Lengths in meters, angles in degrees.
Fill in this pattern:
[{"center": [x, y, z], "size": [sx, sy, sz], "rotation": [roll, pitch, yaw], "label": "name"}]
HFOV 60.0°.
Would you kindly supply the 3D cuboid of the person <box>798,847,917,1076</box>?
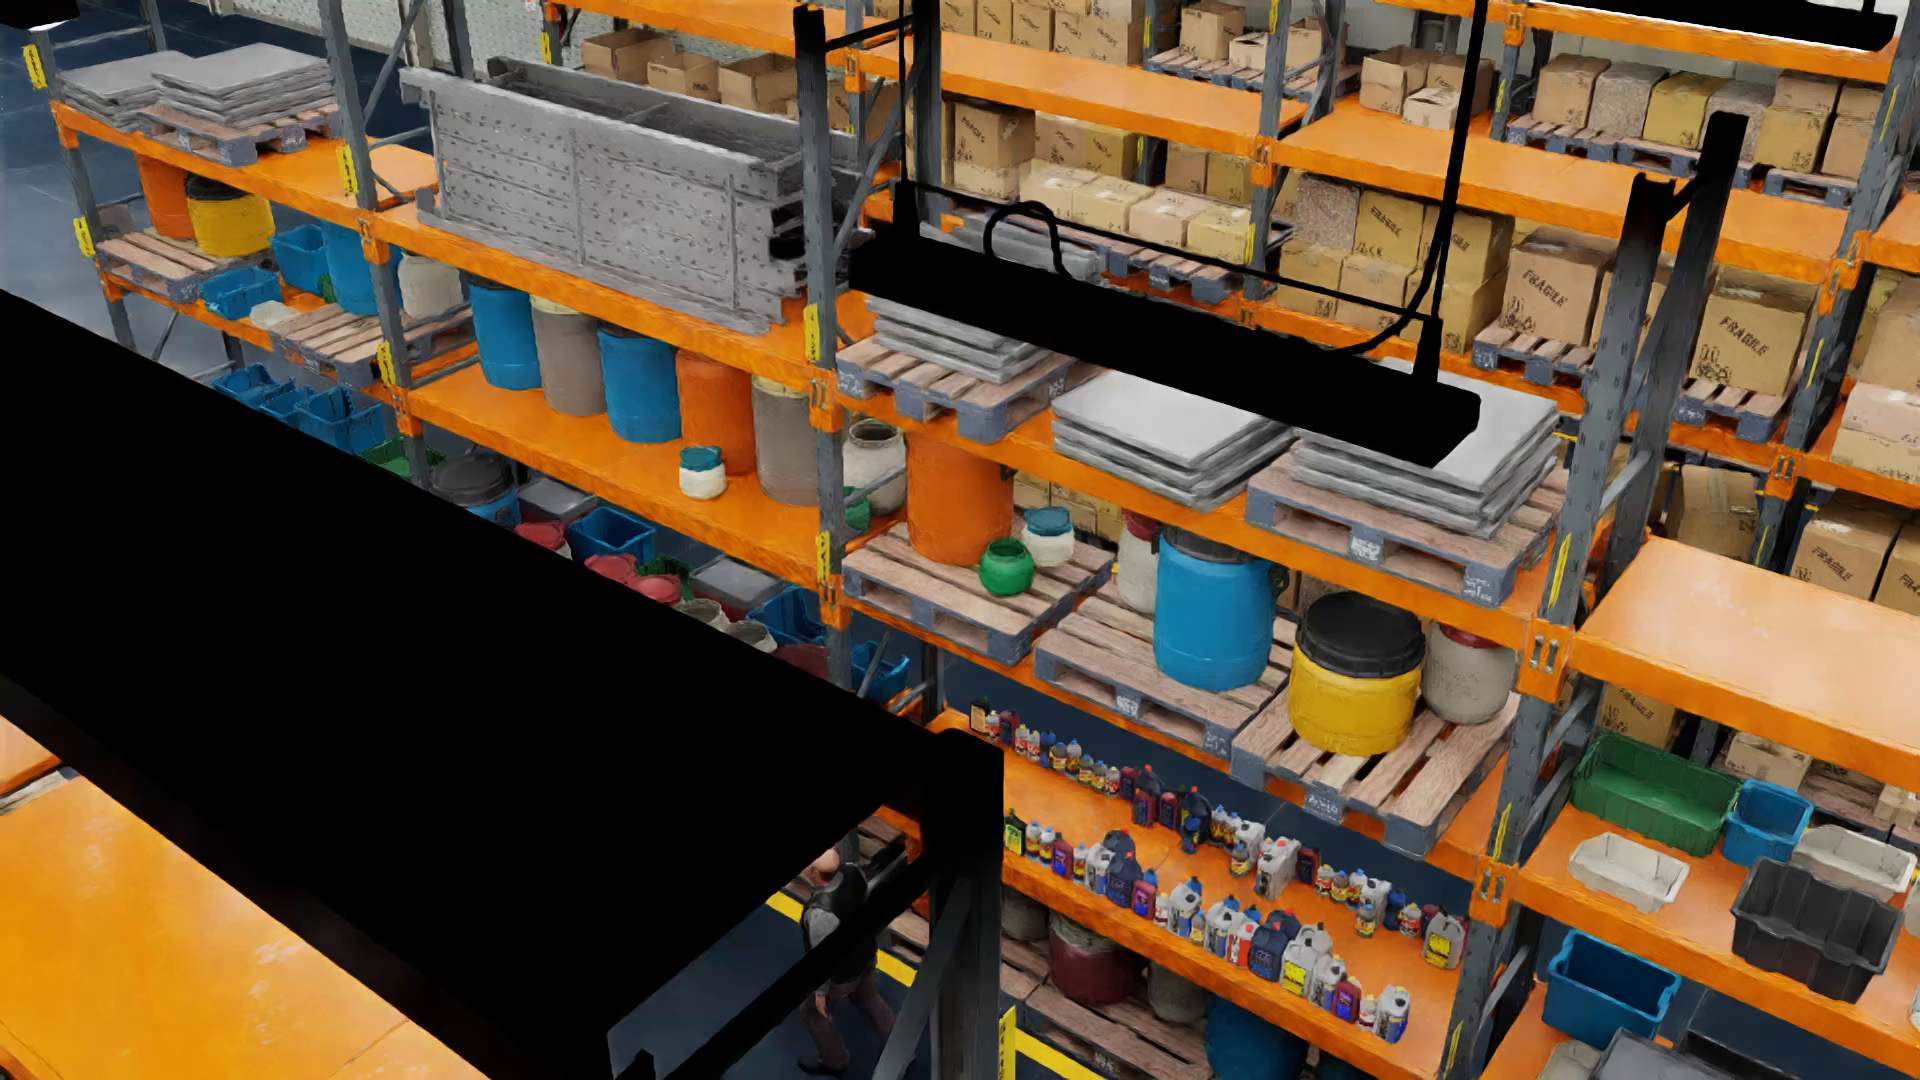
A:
[{"center": [-0.610, 2.471, 9.623], "size": [0.678, 1.689, 0.662], "rotation": [15, 35, 23], "label": "person"}]
